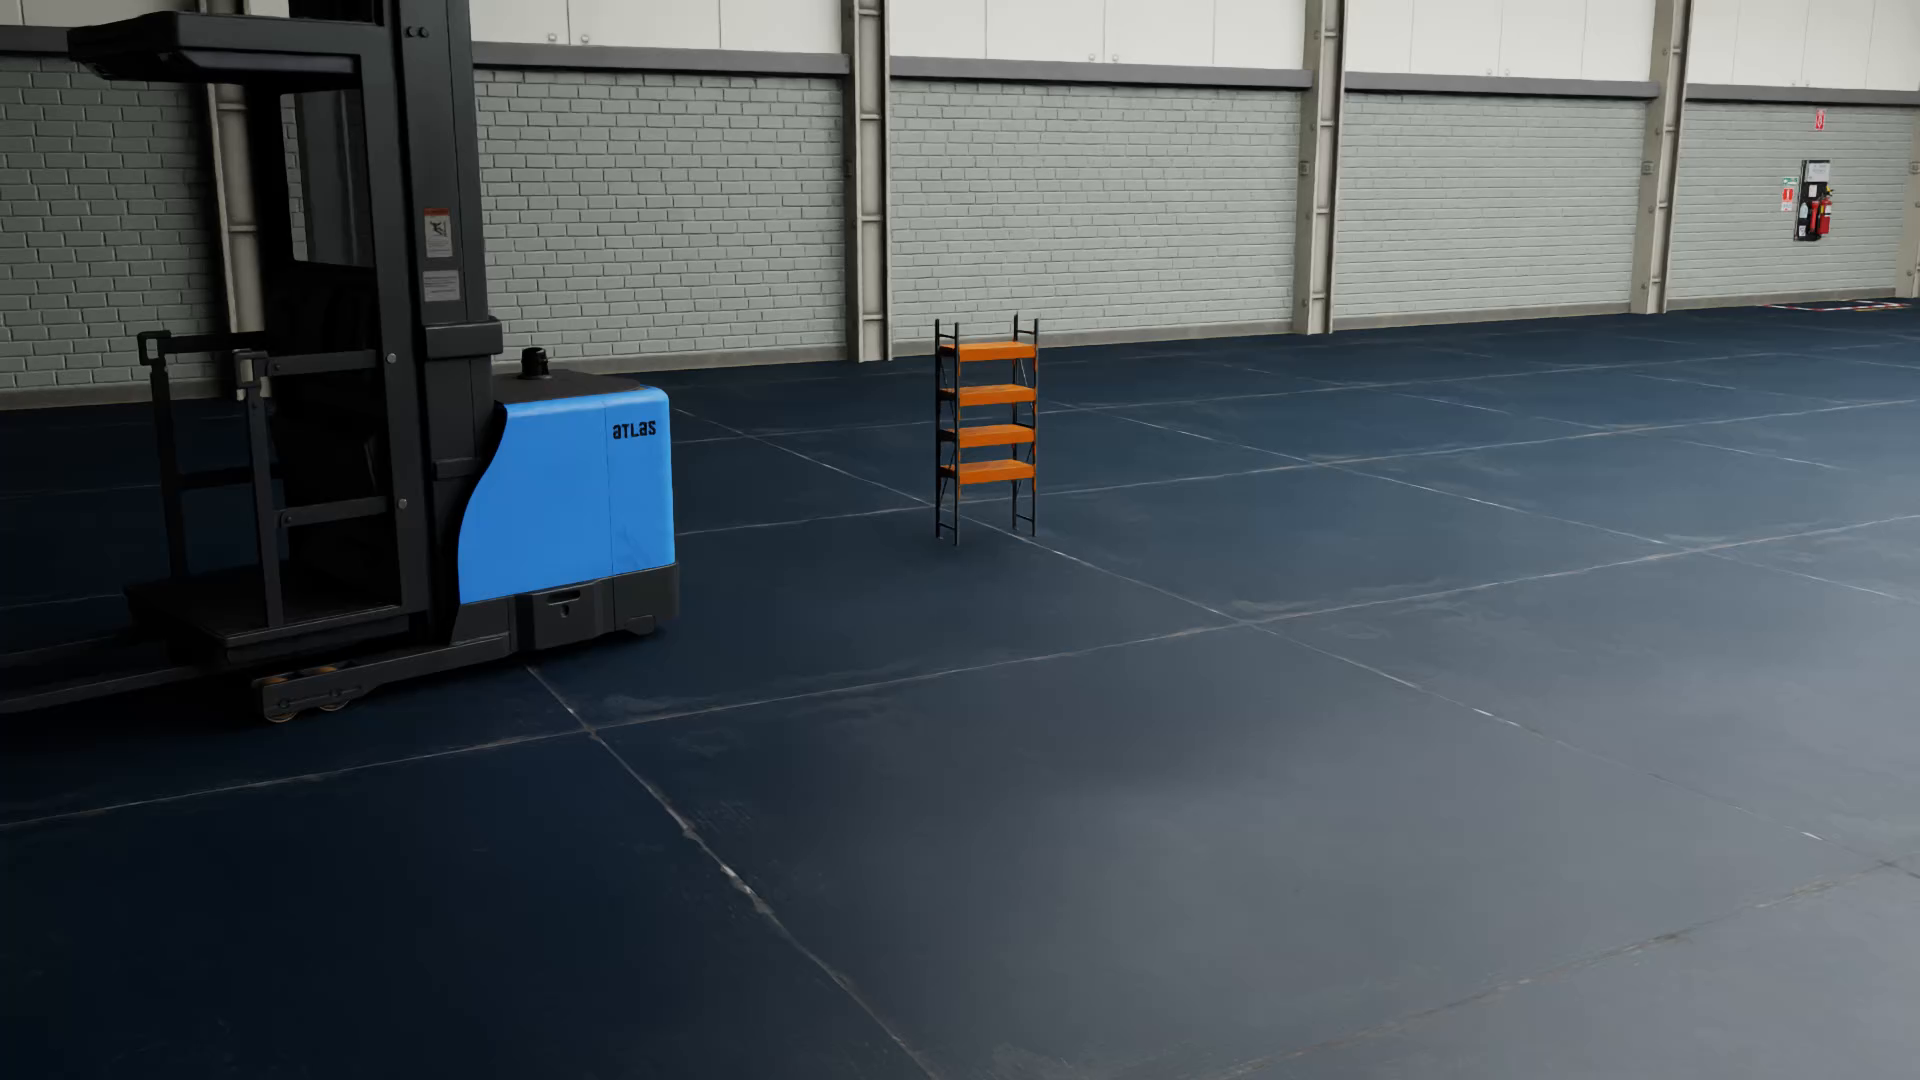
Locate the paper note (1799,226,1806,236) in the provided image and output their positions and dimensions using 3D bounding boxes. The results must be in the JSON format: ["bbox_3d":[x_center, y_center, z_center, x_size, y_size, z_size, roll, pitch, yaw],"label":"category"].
[{"bbox_3d":[12.466,-4.573,24.604,0.142,0.148,0.016,-7,14,-28],"label":"paper note"}]

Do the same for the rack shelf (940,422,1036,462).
[{"bbox_3d":[0.145,-0.537,9.070,0.480,0.148,0.258,-7,14,-28],"label":"rack shelf"}]

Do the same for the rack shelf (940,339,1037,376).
[{"bbox_3d":[0.145,-0.986,8.969,0.480,0.148,0.258,-7,14,-28],"label":"rack shelf"}]

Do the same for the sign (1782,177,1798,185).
[{"bbox_3d":[12.128,-5.245,24.293,0.331,0.109,0.001,-7,14,-28],"label":"sign"}]

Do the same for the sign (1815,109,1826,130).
[{"bbox_3d":[12.600,-6.157,24.358,0.199,0.298,0.001,-7,14,-28],"label":"sign"}]

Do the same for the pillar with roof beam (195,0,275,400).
[{"bbox_3d":[-4.161,-4.833,10.089,0.400,9.000,9.100,-7,14,-28],"label":"pillar with roof beam"}]

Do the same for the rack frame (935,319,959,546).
[{"bbox_3d":[-0.069,-0.577,8.941,0.015,1.200,0.240,-7,14,-28],"label":"rack frame"}]

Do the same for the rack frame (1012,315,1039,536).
[{"bbox_3d":[0.359,-0.628,9.169,0.015,1.200,0.240,-7,14,-28],"label":"rack frame"}]

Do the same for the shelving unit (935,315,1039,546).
[{"bbox_3d":[0.145,-0.603,9.055,0.503,1.200,0.258,-7,14,-28],"label":"shelving unit"}]

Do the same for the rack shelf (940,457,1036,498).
[{"bbox_3d":[0.145,-0.343,9.113,0.480,0.148,0.258,-7,14,-28],"label":"rack shelf"}]

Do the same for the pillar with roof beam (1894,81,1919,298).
[{"bbox_3d":[16.905,-7.358,21.308,0.400,9.000,9.100,-7,14,-28],"label":"pillar with roof beam"}]

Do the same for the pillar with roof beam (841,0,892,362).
[{"bbox_3d":[1.106,-5.464,12.894,0.400,9.000,9.100,-7,14,-28],"label":"pillar with roof beam"}]

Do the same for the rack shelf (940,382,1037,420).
[{"bbox_3d":[0.145,-0.755,9.020,0.480,0.148,0.258,-7,14,-28],"label":"rack shelf"}]

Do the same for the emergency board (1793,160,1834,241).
[{"bbox_3d":[12.655,-5.008,24.531,0.643,1.169,0.194,-7,14,-28],"label":"emergency board"}]

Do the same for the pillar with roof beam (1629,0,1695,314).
[{"bbox_3d":[11.638,-6.727,18.503,0.400,9.000,9.100,-7,14,-28],"label":"pillar with roof beam"}]

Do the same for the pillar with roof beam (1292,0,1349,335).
[{"bbox_3d":[6.372,-6.095,15.699,0.400,9.000,9.100,-7,14,-28],"label":"pillar with roof beam"}]

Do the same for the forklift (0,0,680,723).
[{"bbox_3d":[-2.651,-0.885,6.368,3.031,2.935,1.130,-12,17,-42],"label":"forklift"}]

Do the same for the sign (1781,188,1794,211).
[{"bbox_3d":[12.120,-4.987,24.357,0.234,0.329,0.001,-7,14,-28],"label":"sign"}]
